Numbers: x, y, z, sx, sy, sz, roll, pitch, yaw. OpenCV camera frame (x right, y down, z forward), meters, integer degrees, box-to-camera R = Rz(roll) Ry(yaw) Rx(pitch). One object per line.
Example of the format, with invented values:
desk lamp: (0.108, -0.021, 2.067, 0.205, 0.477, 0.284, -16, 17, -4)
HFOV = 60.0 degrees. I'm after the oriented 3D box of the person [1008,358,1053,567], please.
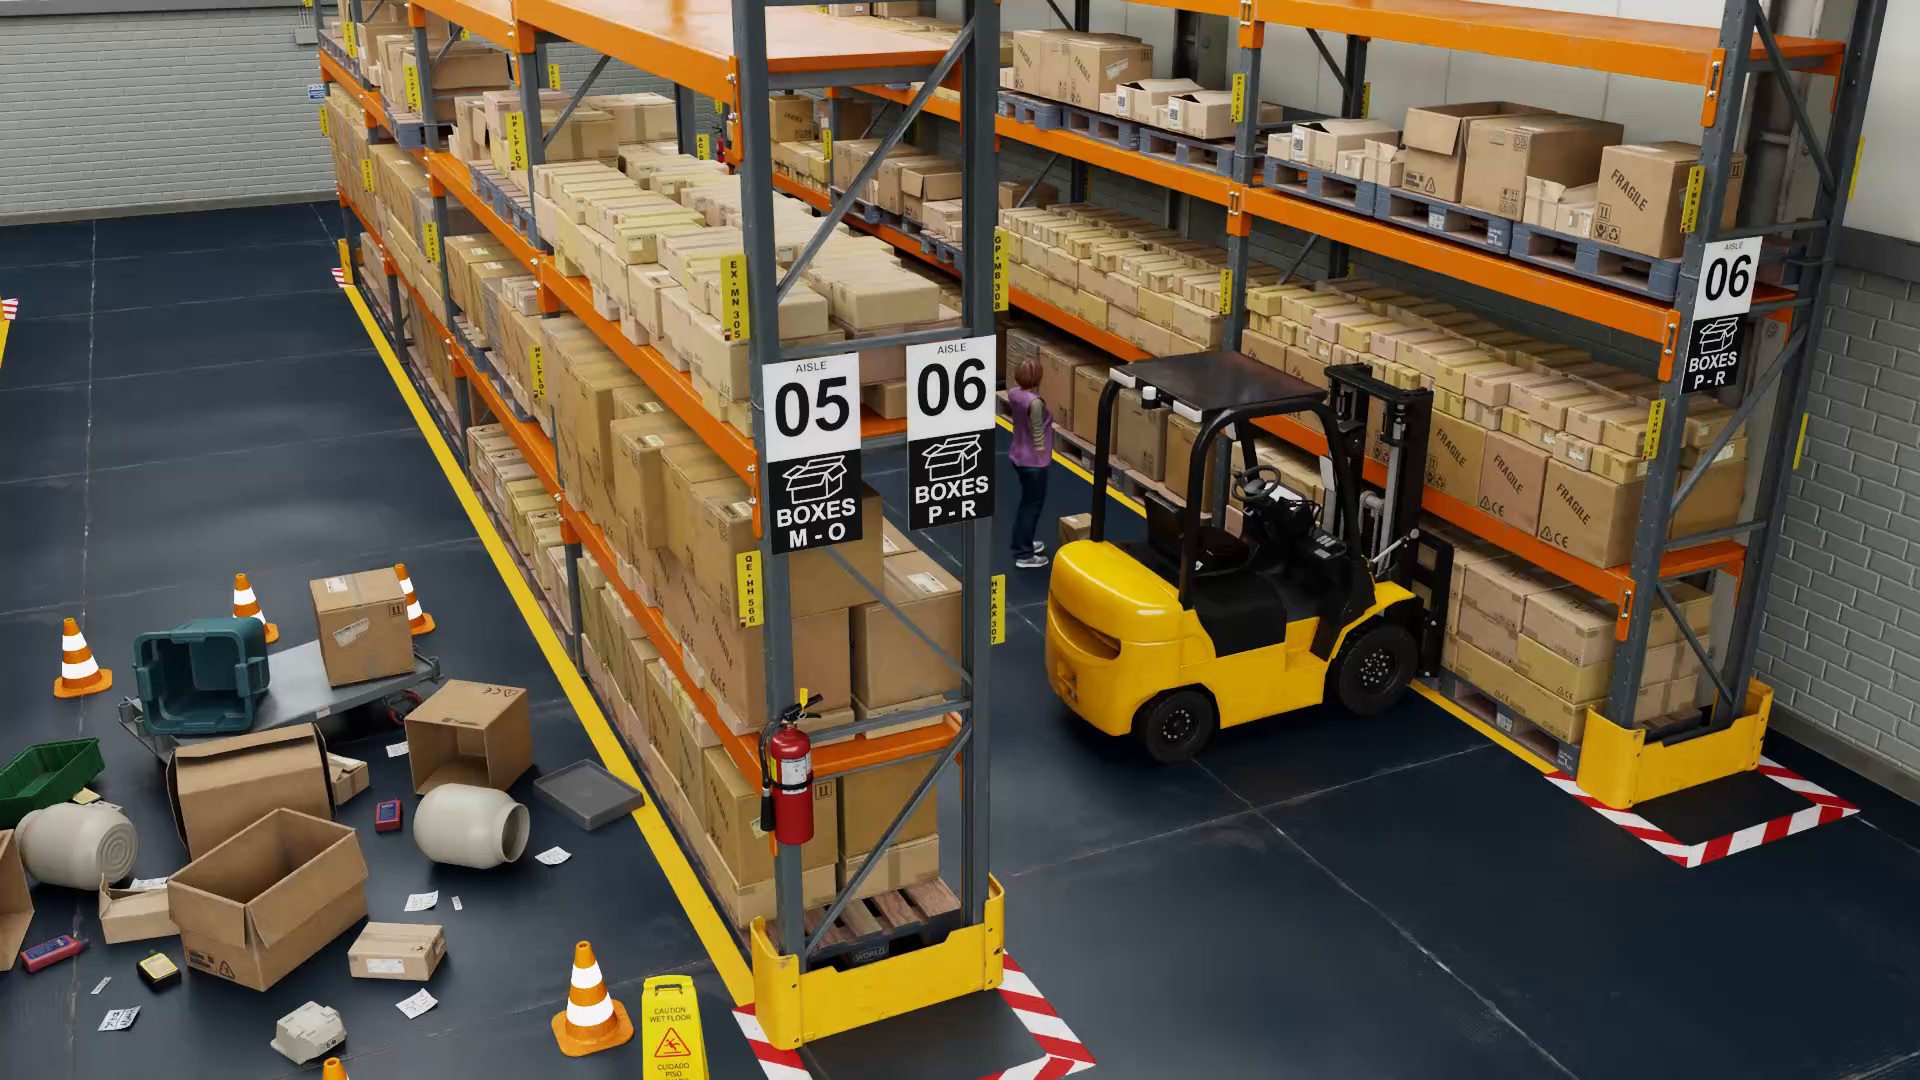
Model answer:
person: (0.522, -0.586, 12.423, 0.360, 1.599, 0.405, -10, 24, -22)
